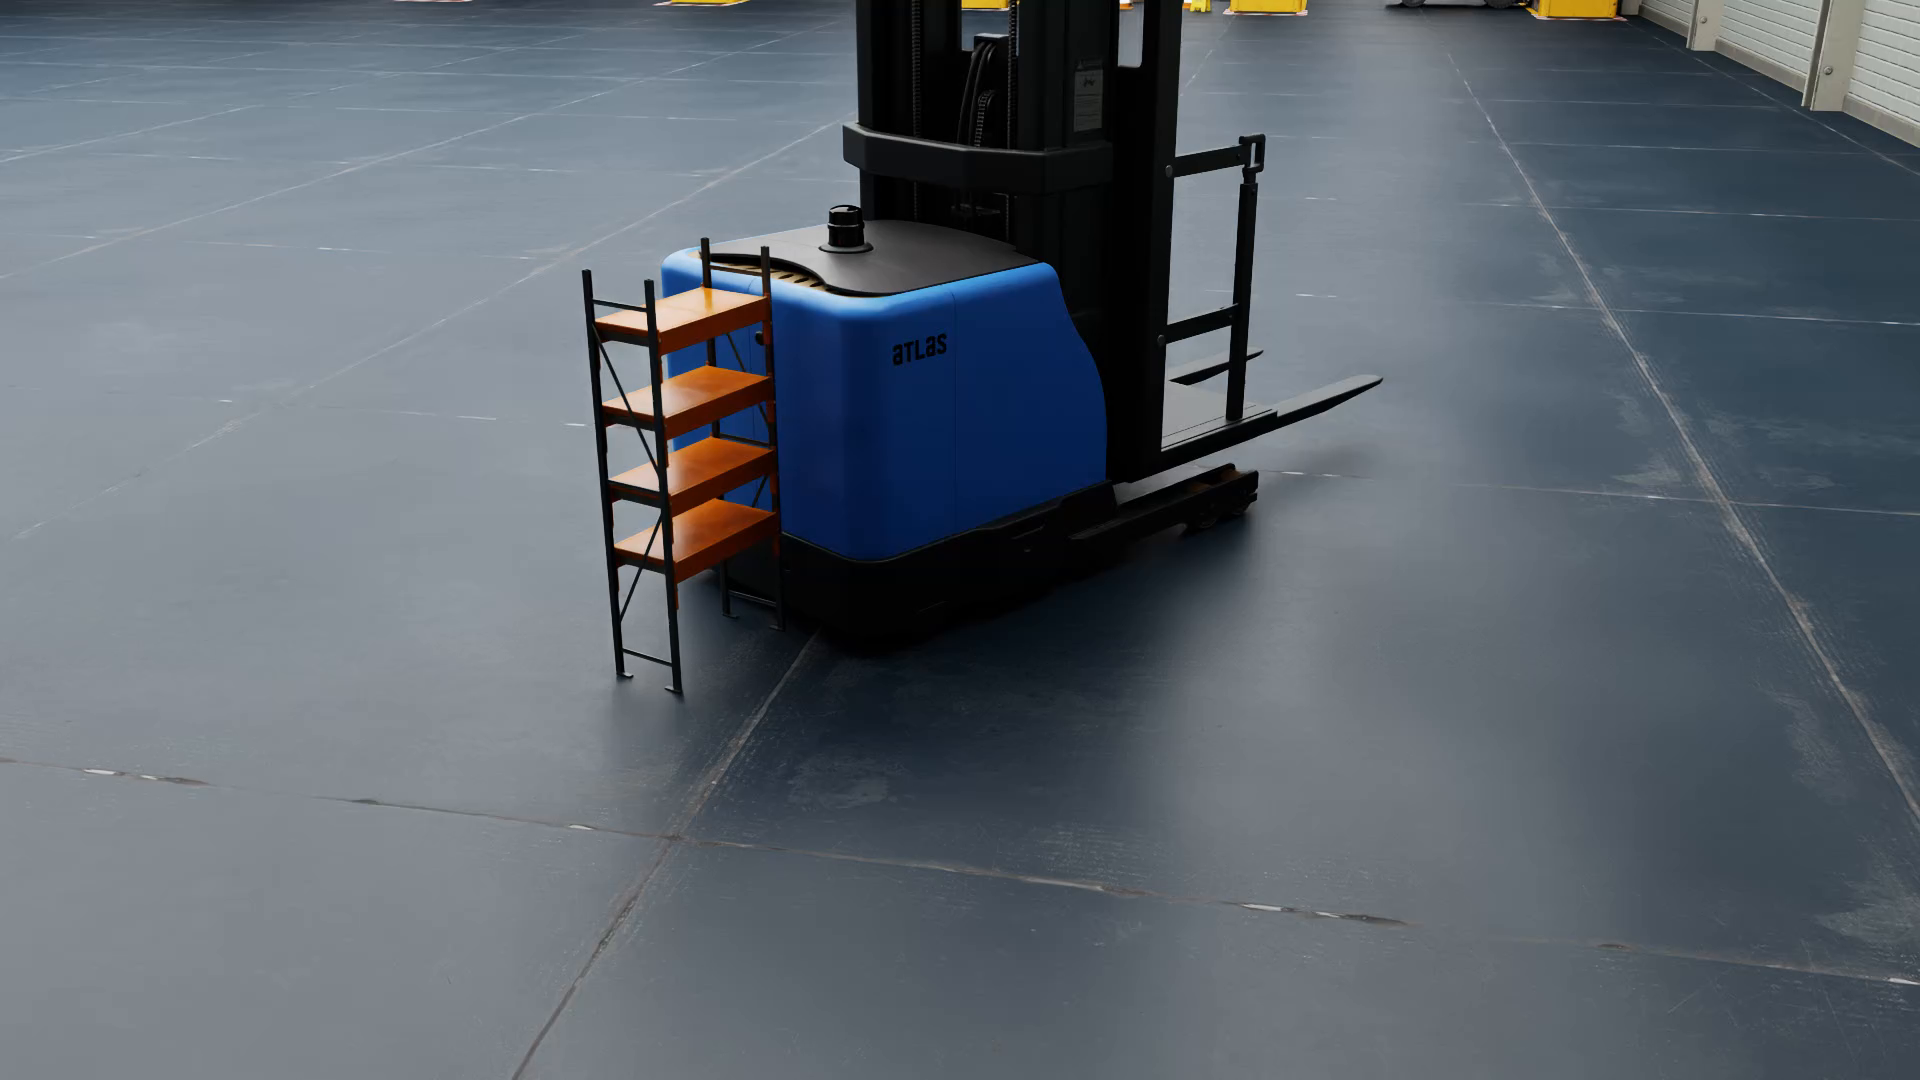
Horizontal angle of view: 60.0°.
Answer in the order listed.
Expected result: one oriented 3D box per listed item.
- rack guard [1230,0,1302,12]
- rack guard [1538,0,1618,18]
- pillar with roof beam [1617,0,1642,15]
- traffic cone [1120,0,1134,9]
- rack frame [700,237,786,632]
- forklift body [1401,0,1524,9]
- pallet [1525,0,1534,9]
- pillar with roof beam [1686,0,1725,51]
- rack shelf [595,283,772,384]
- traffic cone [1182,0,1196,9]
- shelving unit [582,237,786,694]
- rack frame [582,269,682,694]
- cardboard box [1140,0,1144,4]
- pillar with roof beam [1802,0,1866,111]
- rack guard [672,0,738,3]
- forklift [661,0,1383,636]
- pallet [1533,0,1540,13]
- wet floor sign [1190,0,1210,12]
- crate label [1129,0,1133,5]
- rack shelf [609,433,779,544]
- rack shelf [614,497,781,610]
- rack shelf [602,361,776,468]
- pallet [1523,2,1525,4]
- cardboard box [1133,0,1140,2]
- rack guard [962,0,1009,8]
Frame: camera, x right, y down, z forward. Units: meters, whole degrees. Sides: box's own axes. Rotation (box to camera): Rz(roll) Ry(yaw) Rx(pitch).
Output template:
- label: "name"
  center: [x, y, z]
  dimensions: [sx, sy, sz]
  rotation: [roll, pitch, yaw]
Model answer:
- label: "rack guard"
  center: [5.132, -9.117, 27.822]
  dimensions: [1.175, 0.500, 0.348]
  rotation: [4, 22, 11]
- label: "rack guard"
  center: [9.971, -8.704, 26.796]
  dimensions: [1.175, 0.500, 0.348]
  rotation: [4, 22, 11]
- label: "pillar with roof beam"
  center: [6.786, -13.169, 26.506]
  dimensions: [9.100, 9.000, 0.400]
  rotation: [4, 22, 11]
- label: "traffic cone"
  center: [2.785, -9.288, 28.296]
  dimensions: [0.336, 0.463, 0.334]
  rotation: [4, 22, 11]
- label: "rack frame"
  center: [-0.646, -0.297, 4.985]
  dimensions: [0.240, 1.200, 0.015]
  rotation: [13, 25, 29]
- label: "forklift body"
  center: [8.577, -10.311, 28.576]
  dimensions: [2.313, 2.155, 1.214]
  rotation: [4, 22, 11]
- label: "pallet"
  center: [10.342, -9.306, 28.678]
  dimensions: [1.003, 0.211, 1.213]
  rotation: [4, 22, 11]
- label: "pillar with roof beam"
  center: [5.562, -10.975, 21.058]
  dimensions: [9.100, 9.000, 0.400]
  rotation: [4, 22, 11]
- label: "rack shelf"
  center: [-0.774, -0.584, 4.645]
  dimensions: [0.258, 0.148, 0.480]
  rotation: [13, 25, 29]
- label: "traffic cone"
  center: [3.941, -9.328, 28.395]
  dimensions: [0.336, 0.463, 0.334]
  rotation: [4, 22, 11]
- label: "shelving unit"
  center: [-0.774, -0.219, 4.792]
  dimensions: [0.258, 1.200, 0.503]
  rotation: [13, 25, 29]
- label: "rack frame"
  center: [-0.902, -0.142, 4.599]
  dimensions: [0.240, 1.200, 0.015]
  rotation: [13, 25, 29]
- label: "cardboard box"
  center: [3.406, -9.560, 29.391]
  dimensions: [0.380, 0.149, 0.250]
  rotation: [18, 28, 38]
- label: "pillar with roof beam"
  center: [4.338, -8.780, 15.609]
  dimensions: [9.100, 9.000, 0.400]
  rotation: [4, 22, 11]
- label: "rack guard"
  center: [-4.570, -9.873, 29.698]
  dimensions: [1.175, 0.500, 0.348]
  rotation: [4, 22, 11]
- label: "forklift"
  center: [0.450, -1.523, 5.713]
  dimensions: [3.031, 2.935, 1.130]
  rotation: [-20, 29, -40]
- label: "pallet"
  center: [10.091, -8.861, 27.574]
  dimensions: [1.003, 0.211, 1.213]
  rotation: [4, 22, 11]
- label: "wet floor sign"
  center: [4.030, -9.169, 27.756]
  dimensions: [0.267, 0.644, 0.232]
  rotation: [13, 25, 29]
- label: "crate label"
  center: [2.885, -9.429, 29.083]
  dimensions: [0.250, 0.136, 0.298]
  rotation: [-7, 23, -17]
- label: "rack shelf"
  center: [-0.774, -0.157, 4.817]
  dimensions: [0.258, 0.148, 0.480]
  rotation: [13, 25, 29]
- label: "rack shelf"
  center: [-0.774, 0.027, 4.891]
  dimensions: [0.258, 0.148, 0.480]
  rotation: [13, 25, 29]
- label: "rack shelf"
  center: [-0.774, -0.364, 4.734]
  dimensions: [0.258, 0.148, 0.480]
  rotation: [13, 25, 29]
- label: "pallet"
  center: [10.589, -9.754, 29.789]
  dimensions: [1.003, 0.211, 1.213]
  rotation: [4, 22, 11]
- label: "cardboard box"
  center: [2.996, -9.926, 29.827]
  dimensions: [0.797, 0.503, 0.637]
  rotation: [-11, 25, -26]
- label: "rack guard"
  center: [0.245, -9.421, 28.577]
  dimensions: [1.175, 0.500, 0.348]
  rotation: [4, 22, 11]
